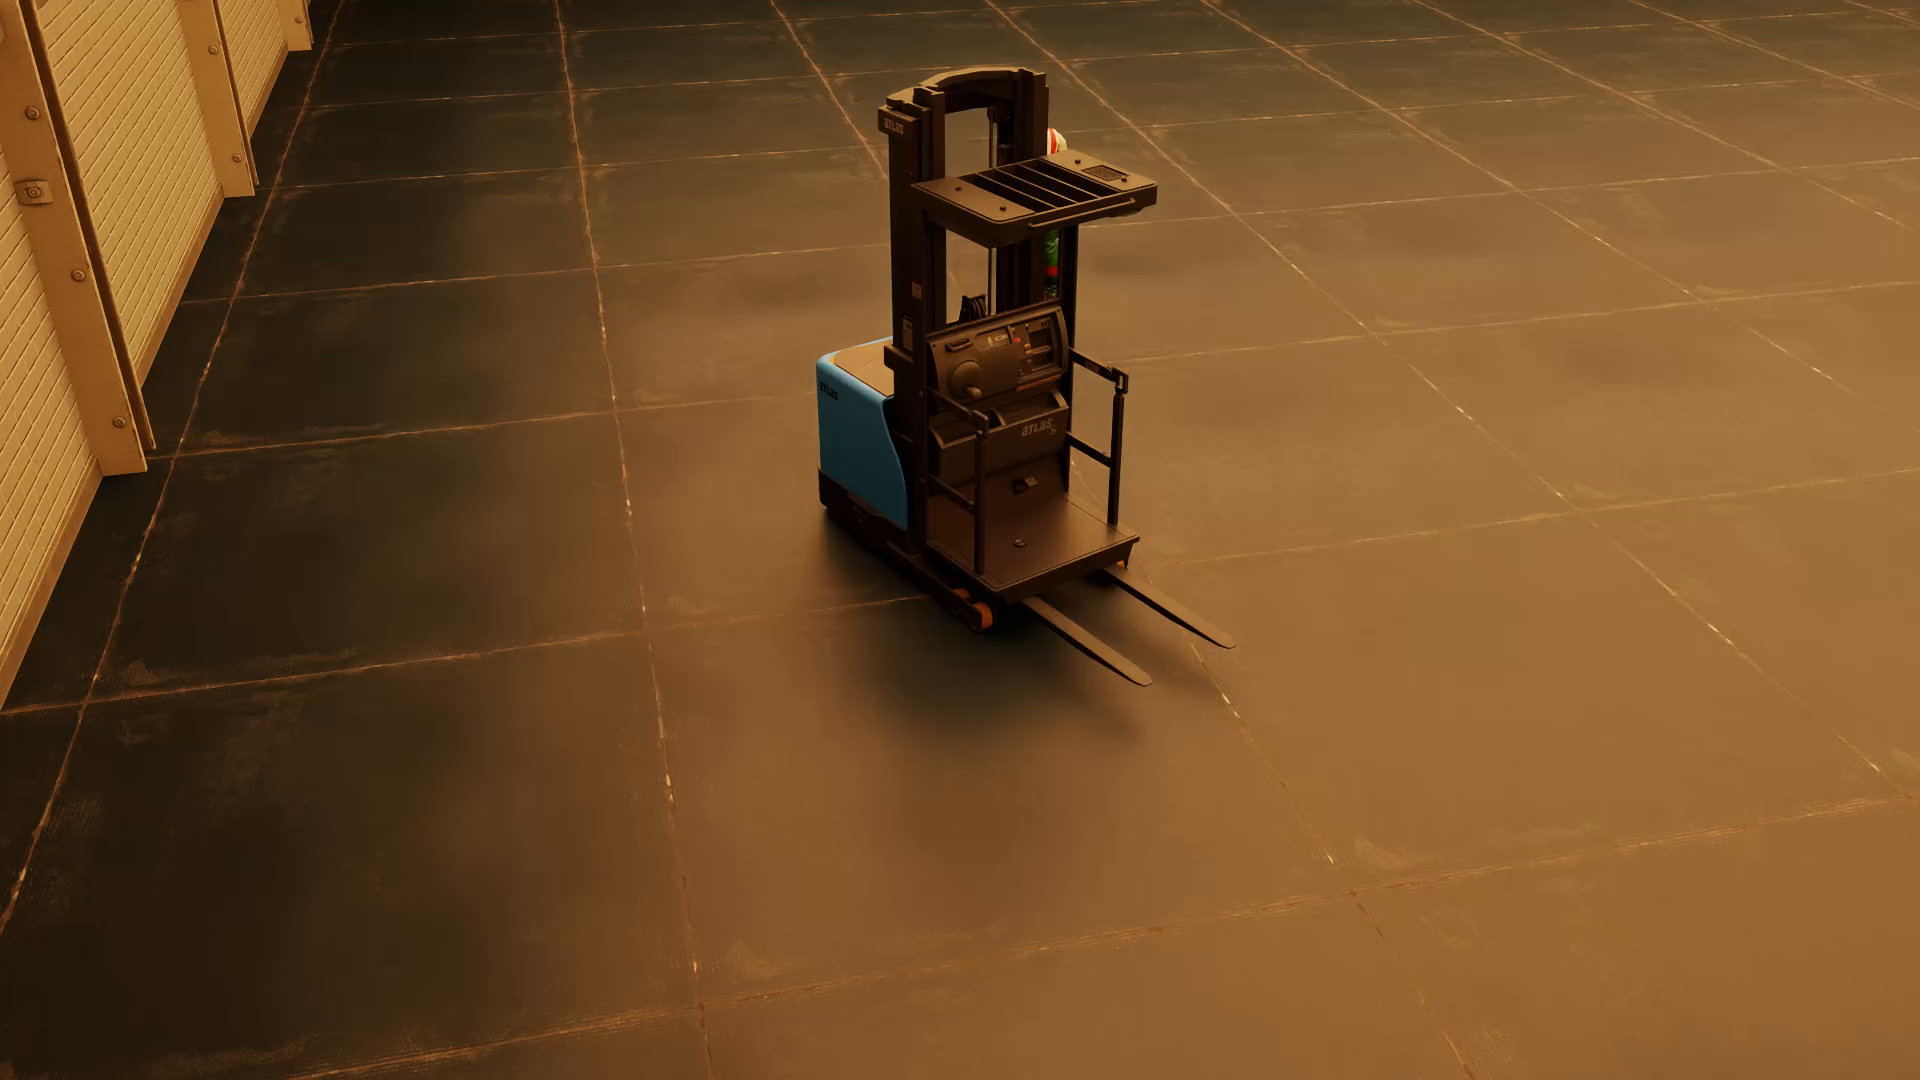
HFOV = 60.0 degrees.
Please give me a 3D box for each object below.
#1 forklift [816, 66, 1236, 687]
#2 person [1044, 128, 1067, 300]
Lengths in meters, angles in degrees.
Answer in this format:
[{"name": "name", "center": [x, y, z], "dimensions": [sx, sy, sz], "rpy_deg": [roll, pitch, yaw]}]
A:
[{"name": "forklift", "center": [0.355, -1.021, 9.338], "dimensions": [1.130, 2.935, 3.031], "rpy_deg": [-20, 35, -30]}, {"name": "person", "center": [0.565, -2.748, 13.448], "dimensions": [0.638, 1.790, 0.561], "rpy_deg": [-7, 31, -12]}]
